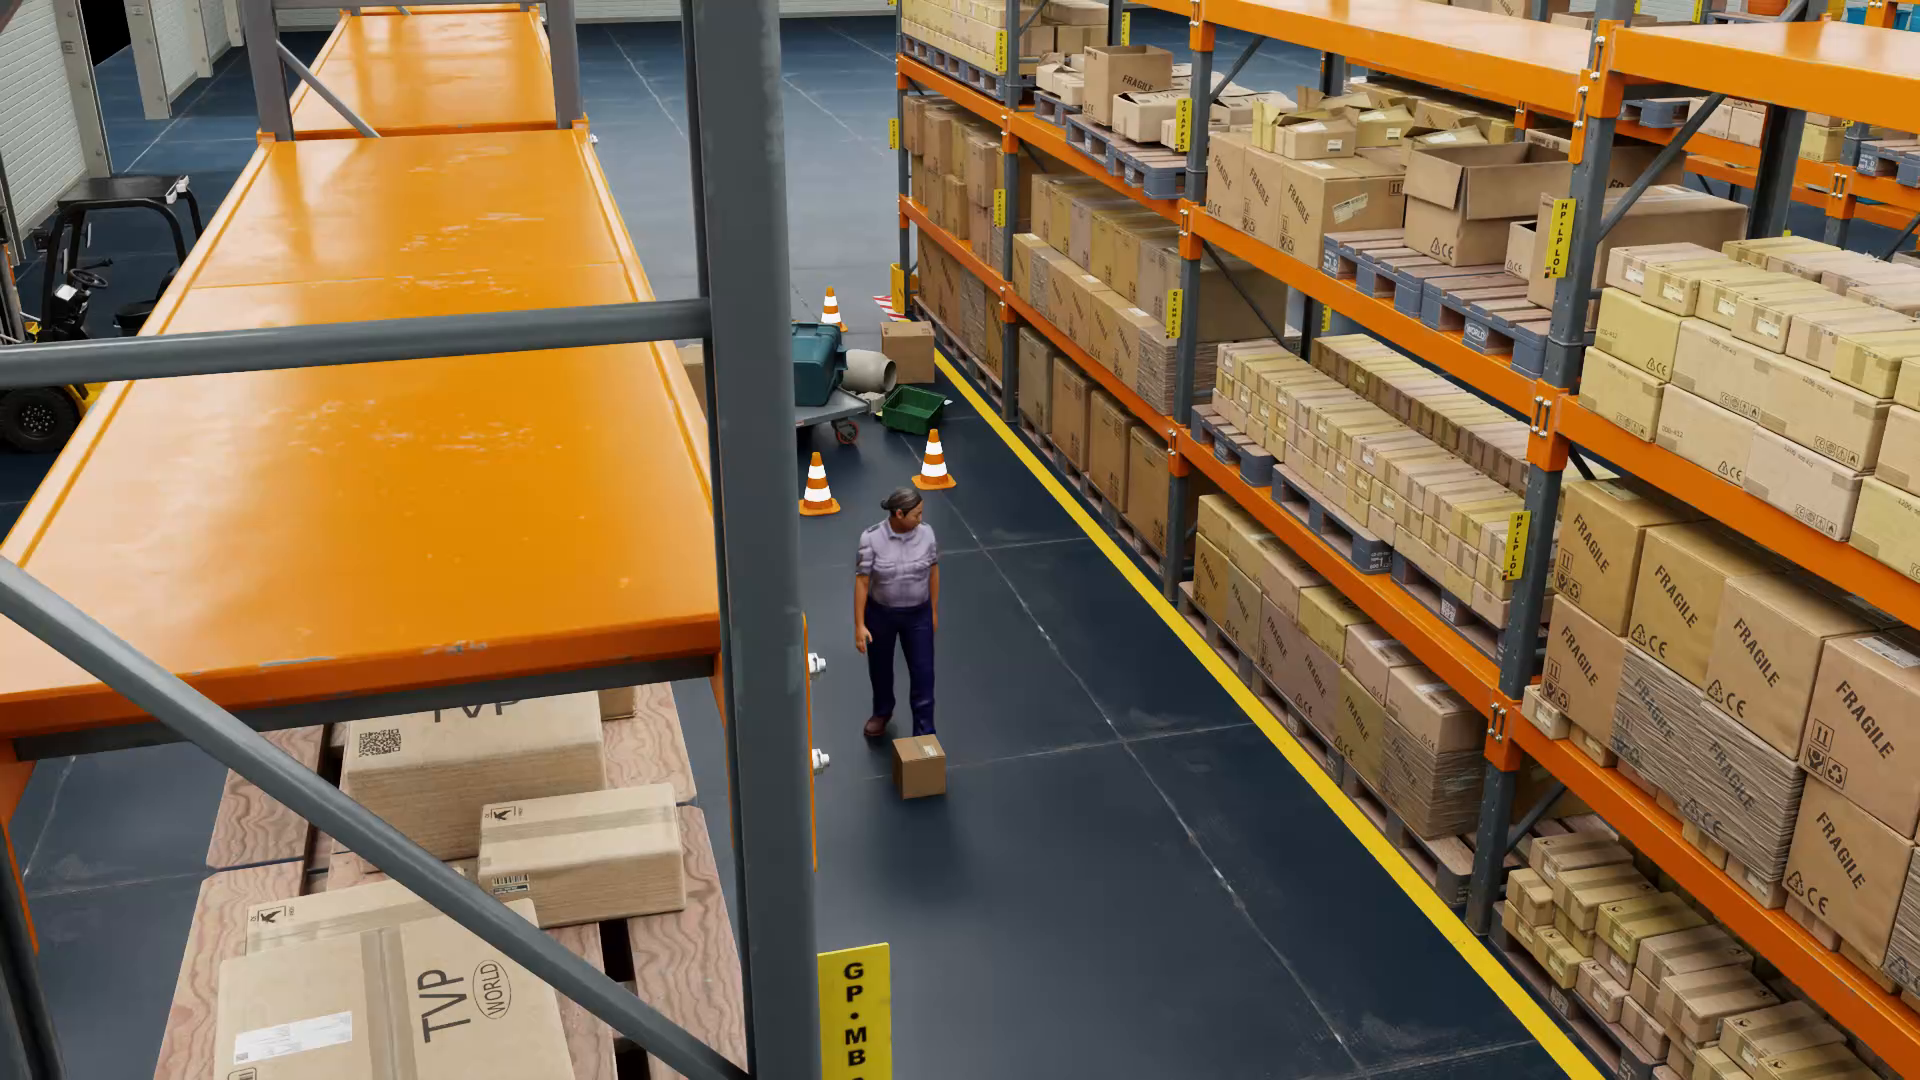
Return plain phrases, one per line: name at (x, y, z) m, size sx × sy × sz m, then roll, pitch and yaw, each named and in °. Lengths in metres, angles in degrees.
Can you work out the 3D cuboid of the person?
person at (-0.355, 0.475, 9.512) m, size 0.513 × 1.626 × 0.746 m, roll -3°, pitch 23°, yaw -8°
